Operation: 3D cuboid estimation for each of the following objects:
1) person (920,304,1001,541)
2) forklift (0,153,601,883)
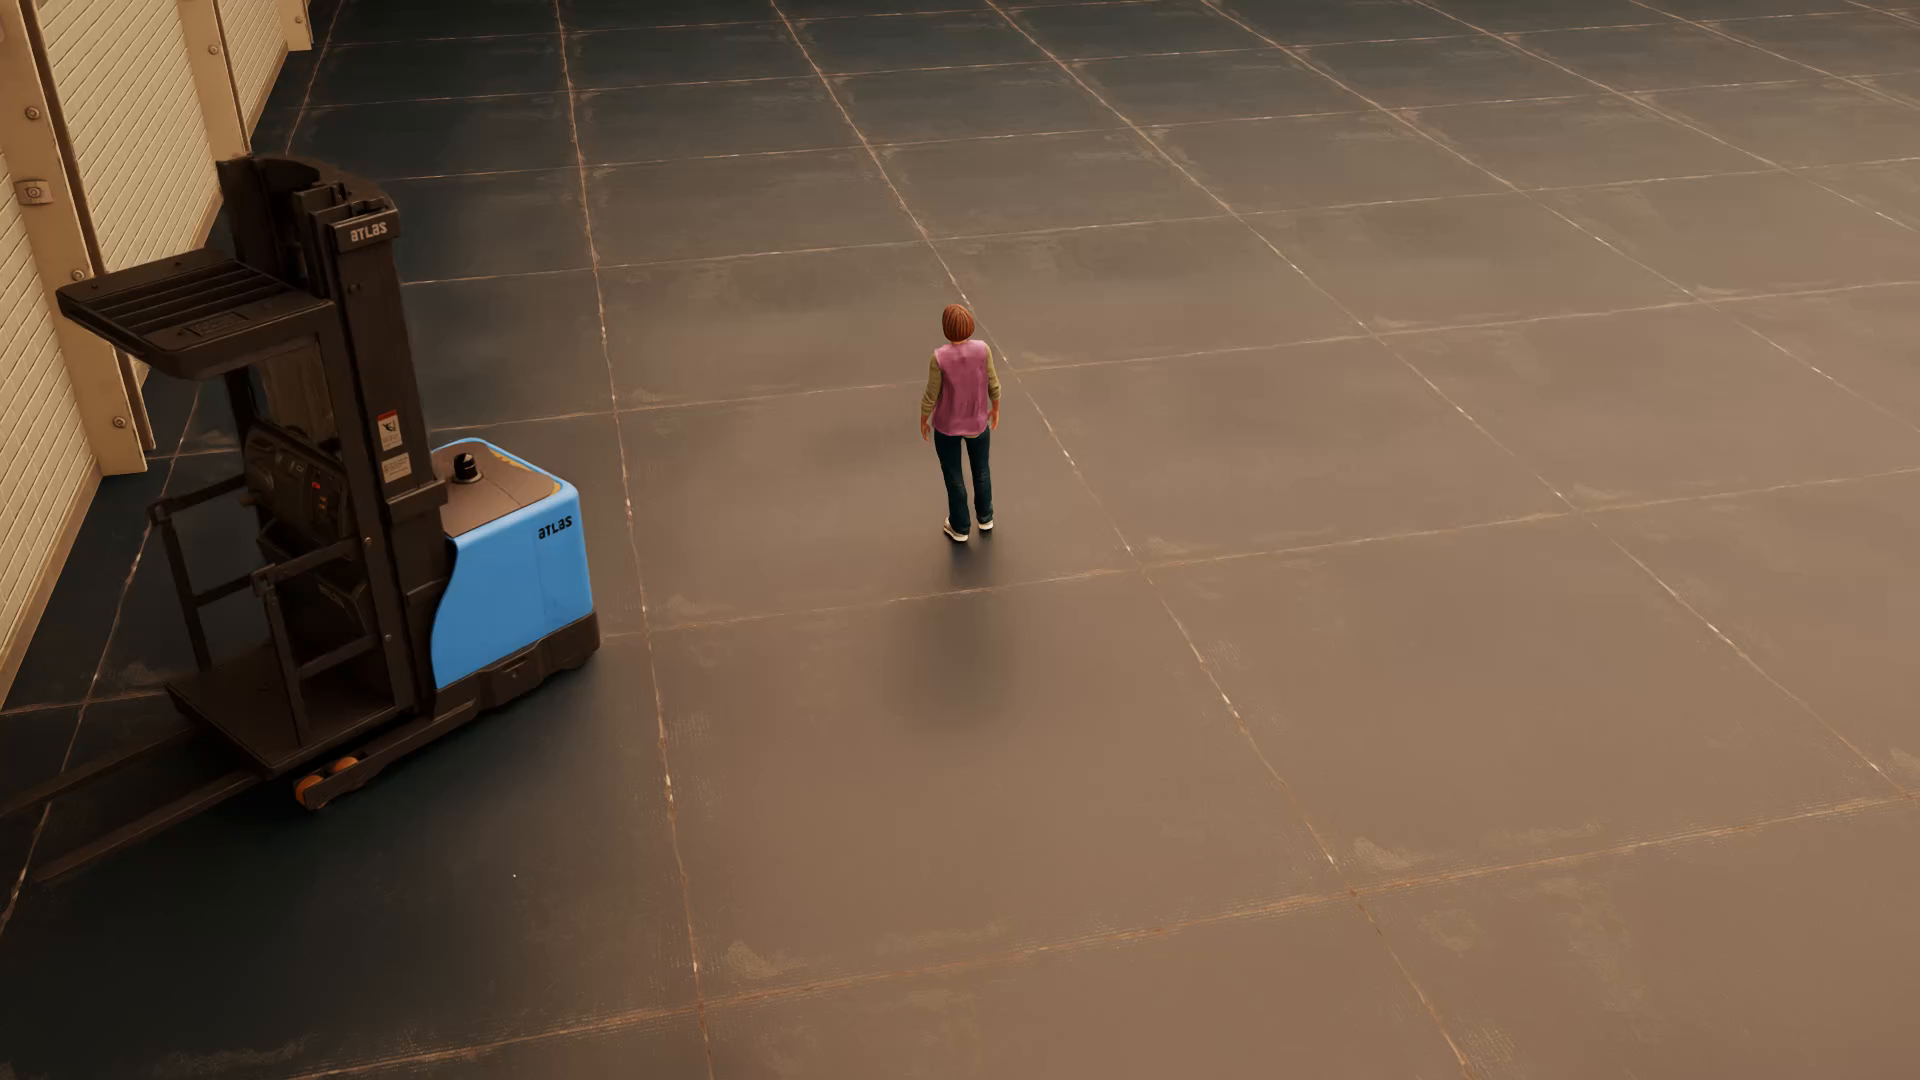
[{"bbox_3d":[-0.003,-0.735,10.161,0.520,1.597,0.476,-7,31,-12],"label":"person"},{"bbox_3d":[-3.369,-0.227,7.966,1.130,2.935,3.031,24,38,35],"label":"forklift"}]
